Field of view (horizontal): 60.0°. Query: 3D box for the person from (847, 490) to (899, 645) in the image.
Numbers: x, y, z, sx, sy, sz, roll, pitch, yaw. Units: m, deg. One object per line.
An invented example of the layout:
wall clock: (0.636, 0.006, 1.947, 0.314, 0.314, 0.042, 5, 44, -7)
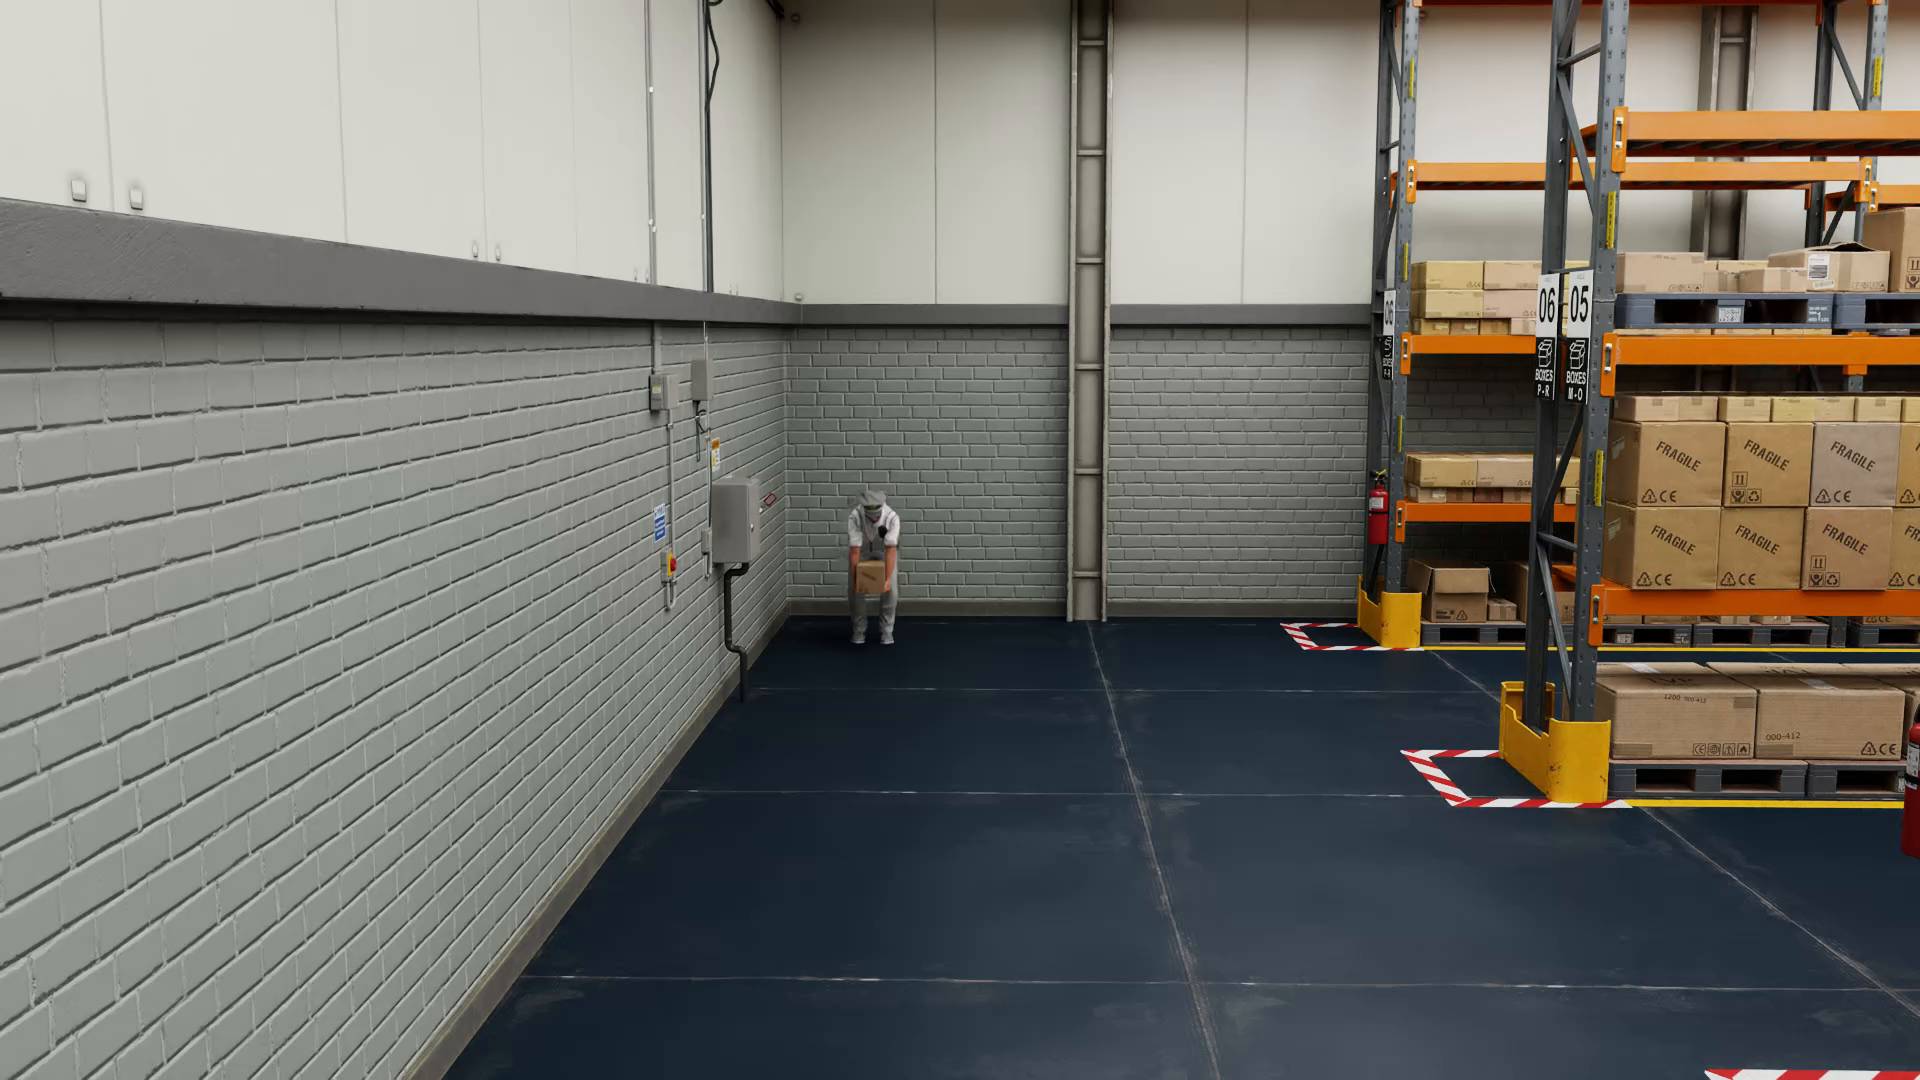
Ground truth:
person: (-0.788, 0.246, 15.035, 0.490, 1.445, 0.931, 0, 7, 0)
